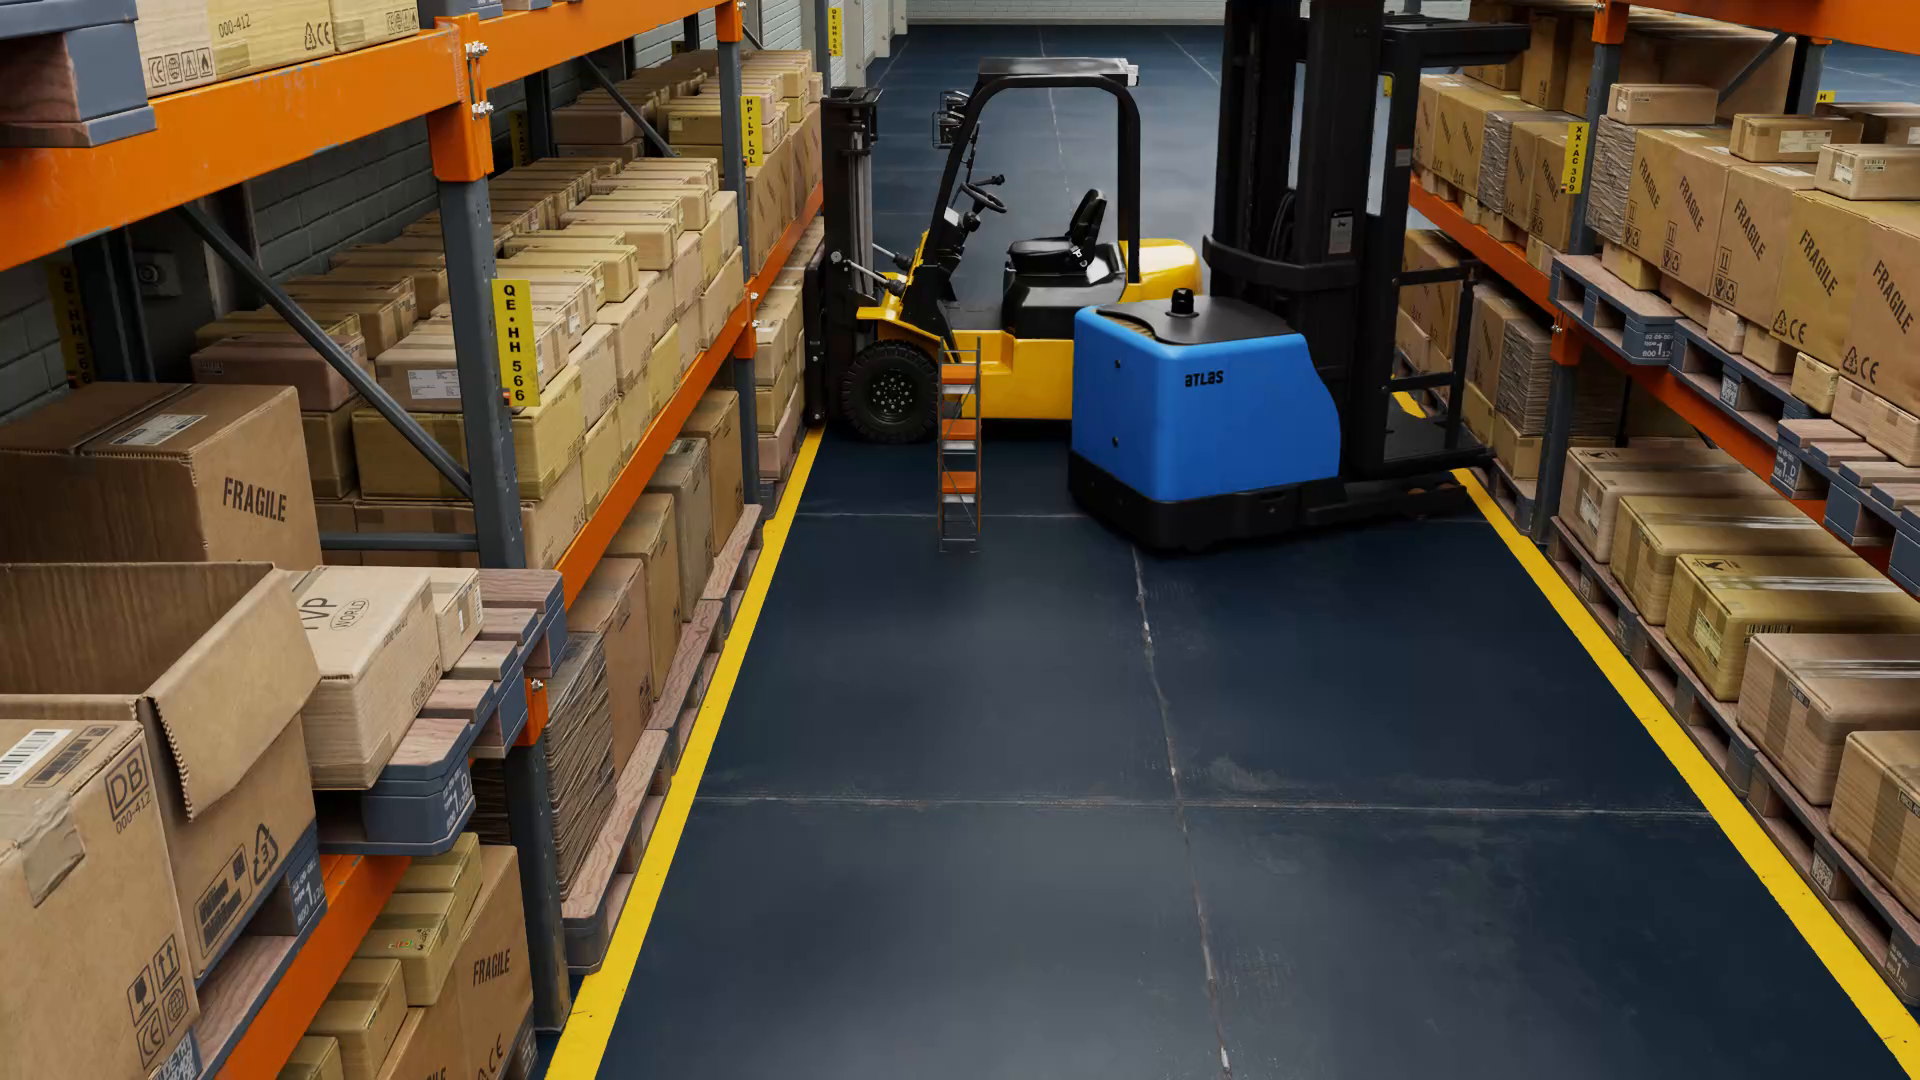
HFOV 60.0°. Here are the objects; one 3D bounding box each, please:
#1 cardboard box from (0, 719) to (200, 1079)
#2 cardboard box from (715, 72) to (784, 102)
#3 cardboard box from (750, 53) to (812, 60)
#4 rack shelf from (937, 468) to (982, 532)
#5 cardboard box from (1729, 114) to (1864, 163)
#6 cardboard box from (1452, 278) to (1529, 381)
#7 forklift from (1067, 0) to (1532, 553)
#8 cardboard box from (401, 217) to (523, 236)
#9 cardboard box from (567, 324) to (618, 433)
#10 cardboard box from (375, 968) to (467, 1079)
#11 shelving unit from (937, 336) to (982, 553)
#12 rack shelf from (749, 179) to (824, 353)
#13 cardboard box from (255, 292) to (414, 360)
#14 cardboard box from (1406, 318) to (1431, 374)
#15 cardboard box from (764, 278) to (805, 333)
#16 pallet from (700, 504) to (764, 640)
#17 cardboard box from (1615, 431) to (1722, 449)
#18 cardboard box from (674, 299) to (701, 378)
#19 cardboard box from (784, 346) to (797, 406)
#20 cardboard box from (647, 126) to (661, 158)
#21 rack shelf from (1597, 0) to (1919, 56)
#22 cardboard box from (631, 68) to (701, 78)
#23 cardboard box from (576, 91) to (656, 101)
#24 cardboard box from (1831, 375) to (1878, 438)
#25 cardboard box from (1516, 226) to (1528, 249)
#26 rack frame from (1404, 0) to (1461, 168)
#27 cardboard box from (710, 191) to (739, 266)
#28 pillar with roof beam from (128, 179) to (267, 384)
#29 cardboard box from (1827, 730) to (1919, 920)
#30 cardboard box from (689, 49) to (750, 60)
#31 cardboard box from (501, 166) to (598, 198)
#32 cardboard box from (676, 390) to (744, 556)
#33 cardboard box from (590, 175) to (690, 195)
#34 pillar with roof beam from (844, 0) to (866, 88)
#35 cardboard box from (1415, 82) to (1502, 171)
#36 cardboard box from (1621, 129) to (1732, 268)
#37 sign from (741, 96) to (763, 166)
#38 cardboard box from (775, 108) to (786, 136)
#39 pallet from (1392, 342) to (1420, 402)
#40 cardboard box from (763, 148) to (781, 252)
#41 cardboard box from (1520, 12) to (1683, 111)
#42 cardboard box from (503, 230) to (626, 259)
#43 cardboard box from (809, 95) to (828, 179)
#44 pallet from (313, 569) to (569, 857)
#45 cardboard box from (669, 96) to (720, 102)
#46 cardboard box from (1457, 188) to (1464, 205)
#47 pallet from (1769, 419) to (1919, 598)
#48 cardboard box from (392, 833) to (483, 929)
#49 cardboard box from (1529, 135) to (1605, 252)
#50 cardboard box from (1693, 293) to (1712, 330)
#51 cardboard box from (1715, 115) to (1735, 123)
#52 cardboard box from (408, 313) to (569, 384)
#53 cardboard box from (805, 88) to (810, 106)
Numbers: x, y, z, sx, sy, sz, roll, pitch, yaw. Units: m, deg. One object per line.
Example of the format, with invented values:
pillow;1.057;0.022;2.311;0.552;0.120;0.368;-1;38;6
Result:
cardboard box;-1.498;0.570;2.193;0.700;0.500;0.500;1;21;1
cardboard box;-1.252;-2.684;9.853;0.380;0.149;0.250;1;21;2
cardboard box;-1.188;-3.149;11.052;0.380;0.149;0.250;1;21;2
rack shelf;-0.002;-0.201;8.394;0.215;0.259;0.240;1;21;2
cardboard box;3.131;-1.506;6.238;0.380;0.149;0.250;2;21;5
cardboard box;3.207;-1.232;9.741;0.500;0.500;0.500;2;21;4
forklift;2.147;-1.638;8.698;3.031;2.935;1.130;-9;23;-22
cardboard box;-1.851;-1.110;6.208;0.380;0.149;0.250;1;21;2
cardboard box;-1.380;-0.492;5.166;0.500;0.250;0.500;1;21;3
cardboard box;-1.478;1.316;3.866;0.500;0.500;0.500;0;21;1
shelving unit;-0.002;-0.470;8.289;0.215;1.050;0.252;1;21;2
rack shelf;-1.472;-1.824;10.078;1.077;0.370;4.000;1;21;2
cardboard box;-1.881;-0.648;5.017;0.380;0.149;0.250;1;21;2
cardboard box;3.227;-1.270;10.876;0.500;0.250;0.500;1;21;4
cardboard box;-1.175;-1.353;9.706;0.500;0.250;0.500;1;21;3
pallet;-1.516;0.131;7.901;1.003;0.211;1.213;1;21;2
cardboard box;3.717;-0.507;8.910;0.500;0.250;0.500;0;21;-1
cardboard box;-1.342;-0.820;6.703;0.500;0.250;0.500;1;21;2
cardboard box;-1.196;-0.937;9.326;0.500;0.250;0.500;1;21;1
cardboard box;-1.790;-2.091;8.736;0.380;0.149;0.250;1;21;3
rack shelf;3.368;-1.723;5.670;1.077;0.370;4.000;1;21;2
cardboard box;-1.782;-2.783;10.108;0.380;0.149;0.250;0;21;0
cardboard box;-1.836;-2.320;8.915;0.380;0.149;0.250;0;21;1
cardboard box;2.996;-0.417;5.223;0.380;0.149;0.250;0;21;-1
cardboard box;3.242;-1.659;9.005;0.380;0.149;0.250;0;21;1
rack frame;3.551;-2.829;11.674;1.000;3.000;0.127;1;21;2
cardboard box;-1.292;-1.419;7.556;0.500;0.250;0.500;0;21;0
pillar with roof beam;1.788;-3.221;4.390;9.100;9.000;0.400;1;21;2
cardboard box;3.335;0.888;5.145;0.950;0.372;0.625;-1;21;-2
cardboard box;-1.635;-3.251;11.315;0.380;0.149;0.250;0;21;1
cardboard box;-1.818;-1.564;7.379;0.380;0.149;0.250;0;21;0
cardboard box;-1.537;-0.336;7.951;0.875;0.625;0.625;2;21;4
cardboard box;-1.371;-1.478;7.156;0.380;0.149;0.250;1;21;2
pillar with roof beam;2.518;-11.898;26.754;9.100;9.000;0.400;1;21;2
cardboard box;3.246;-2.659;10.686;0.500;0.500;0.500;1;21;3
cardboard box;3.113;-1.417;6.903;0.500;0.500;0.500;1;21;2
sign;-0.990;-1.937;7.882;0.100;0.325;0.005;1;21;2
cardboard box;-1.192;-2.360;9.430;0.380;0.149;0.250;0;21;0
pallet;3.488;-1.208;11.352;1.003;0.211;1.213;1;21;2
cardboard box;-1.259;-1.829;8.958;0.500;0.500;0.500;1;21;3
cardboard box;3.664;-2.746;9.529;0.700;0.500;0.500;1;21;1
cardboard box;-1.410;-1.013;5.958;0.380;0.149;0.250;1;21;2
cardboard box;-1.163;-2.748;11.327;0.500;0.500;0.500;0;21;0
pallet;-1.605;0.345;3.758;1.213;0.211;1.003;1;21;2
cardboard box;-1.310;-2.224;8.667;0.380;0.149;0.250;0;21;1
cardboard box;3.275;-2.124;10.203;0.380;0.149;0.250;1;21;3
pallet;3.223;-0.106;4.921;1.213;0.211;1.003;1;21;2
cardboard box;-1.416;0.859;4.148;0.380;0.149;0.250;0;21;-1
cardboard box;3.194;-1.732;8.296;0.500;0.500;0.500;0;21;0
cardboard box;3.089;-0.890;6.442;0.380;0.149;0.250;1;21;2
cardboard box;3.644;-1.595;7.362;0.500;0.500;0.500;0;21;1
cardboard box;-1.343;-0.548;4.758;0.380;0.149;0.250;1;21;3
cardboard box;-1.189;-2.917;10.866;0.380;0.149;0.250;1;21;3
